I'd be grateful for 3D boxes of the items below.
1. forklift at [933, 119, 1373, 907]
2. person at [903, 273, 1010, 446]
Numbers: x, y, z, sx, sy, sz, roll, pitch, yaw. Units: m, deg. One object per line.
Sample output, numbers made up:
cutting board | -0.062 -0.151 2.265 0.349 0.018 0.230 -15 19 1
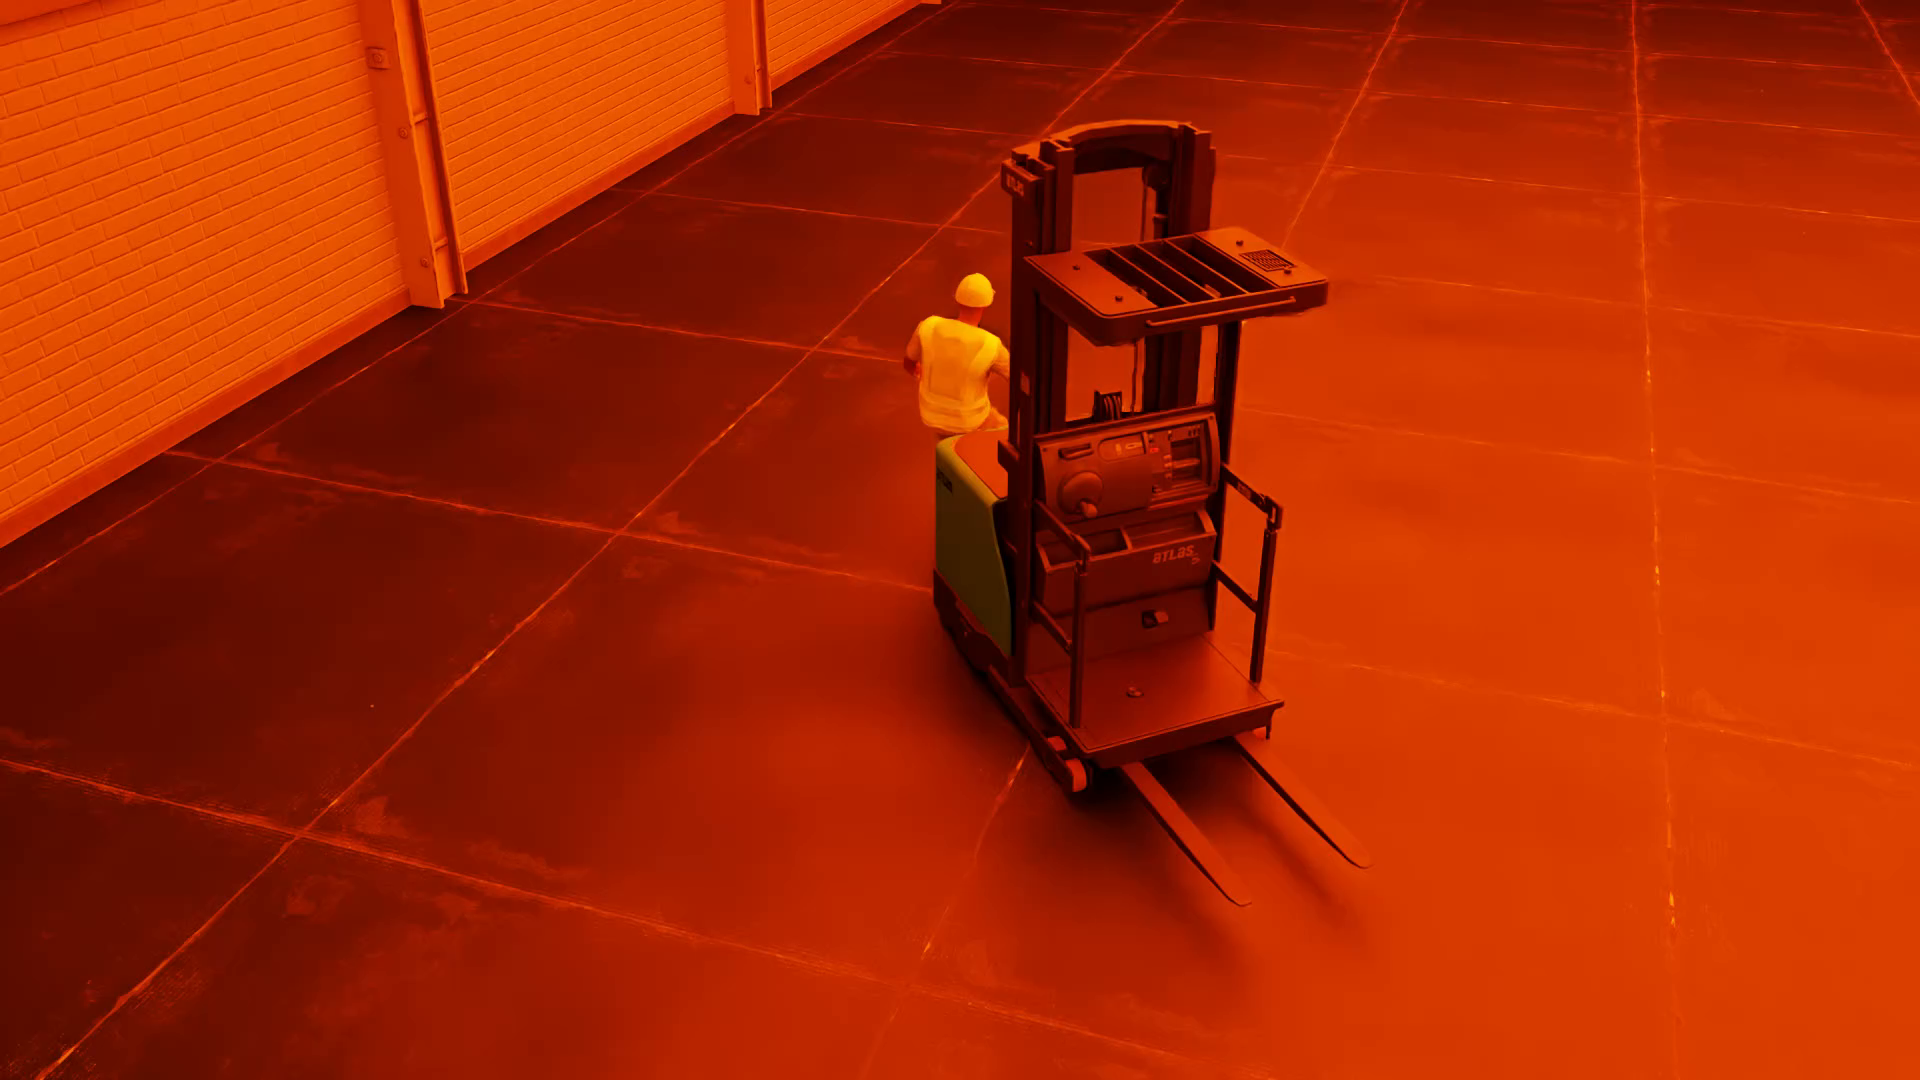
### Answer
forklift | 0.891 -0.302 7.666 1.130 2.935 3.031 -12 32 -20
person | 0.097 -0.823 9.869 0.861 1.663 0.615 11 32 19
